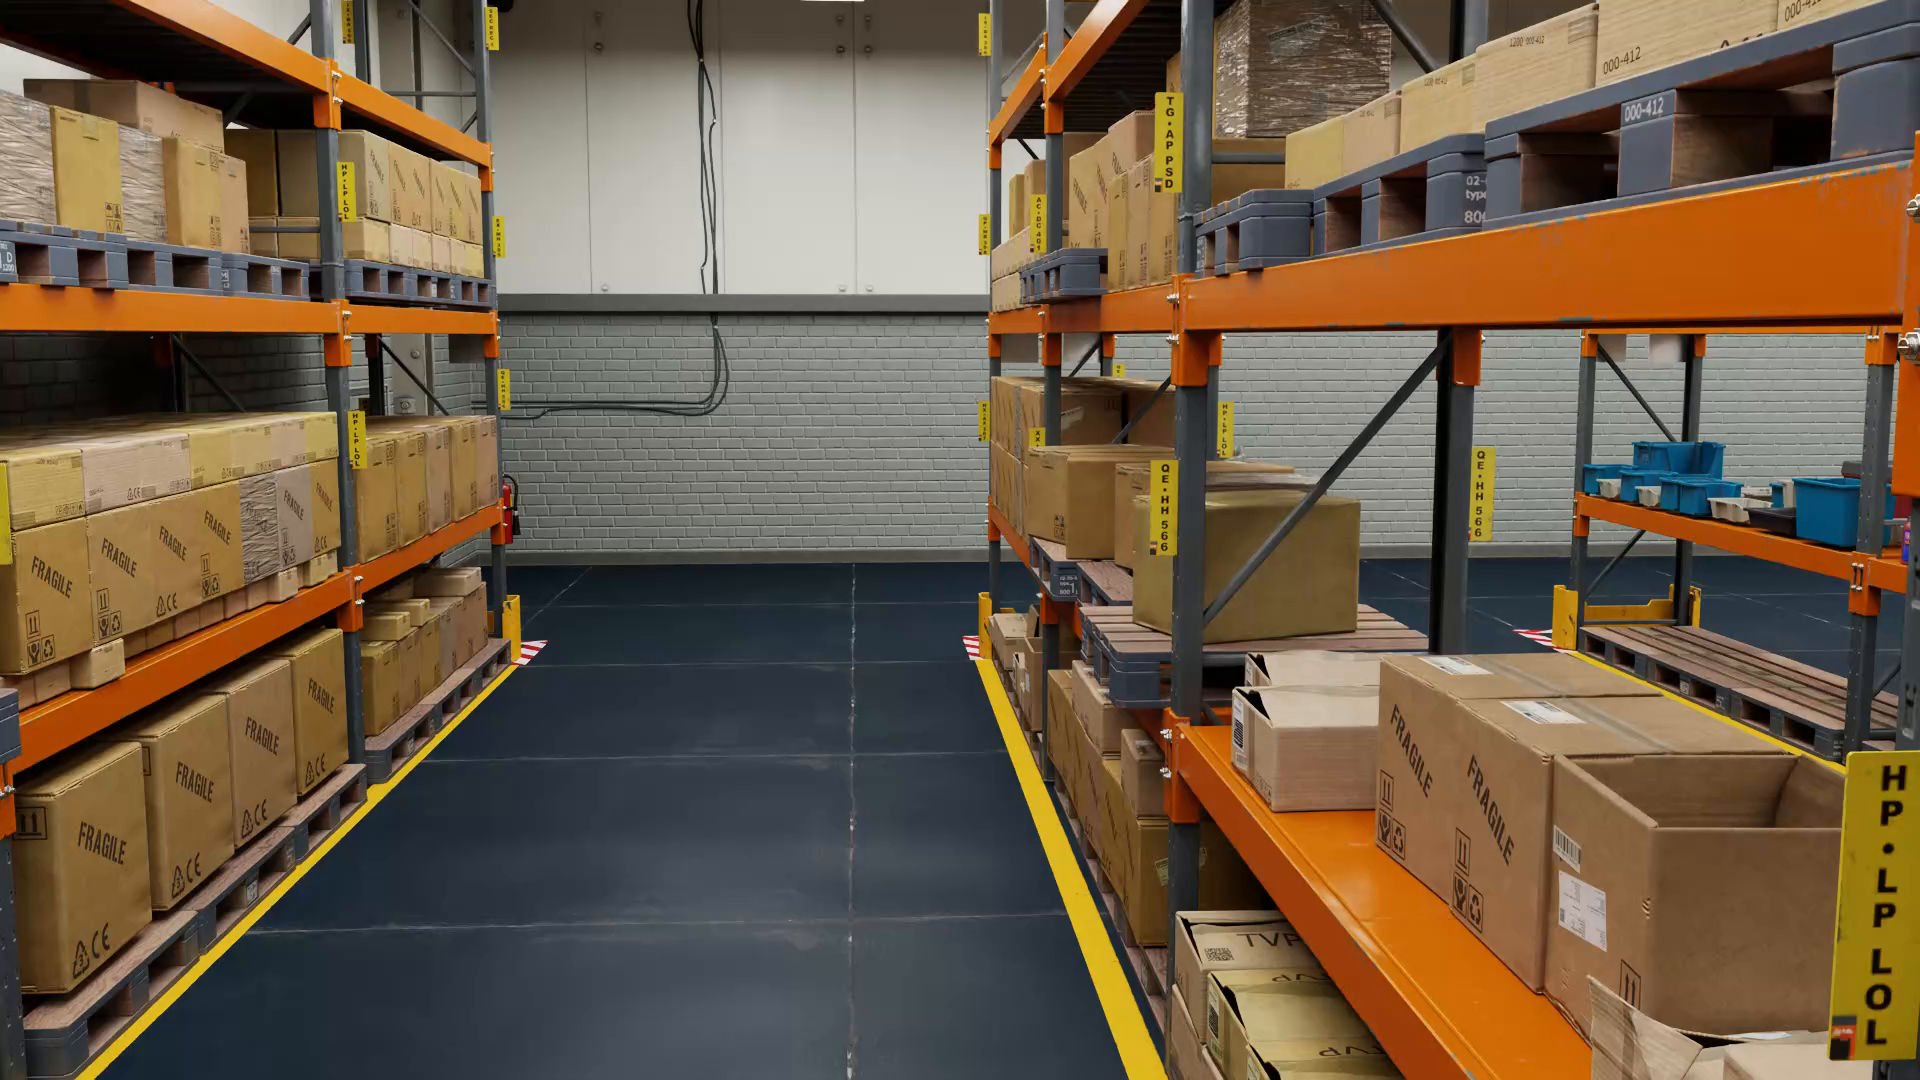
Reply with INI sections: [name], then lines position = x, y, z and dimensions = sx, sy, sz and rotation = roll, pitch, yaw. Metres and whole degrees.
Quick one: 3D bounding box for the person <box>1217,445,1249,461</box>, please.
[person]
position = 2.392, 0.068, 14.190
dimensions = 0.588, 1.750, 0.486
rotation = 6, 9, 39
